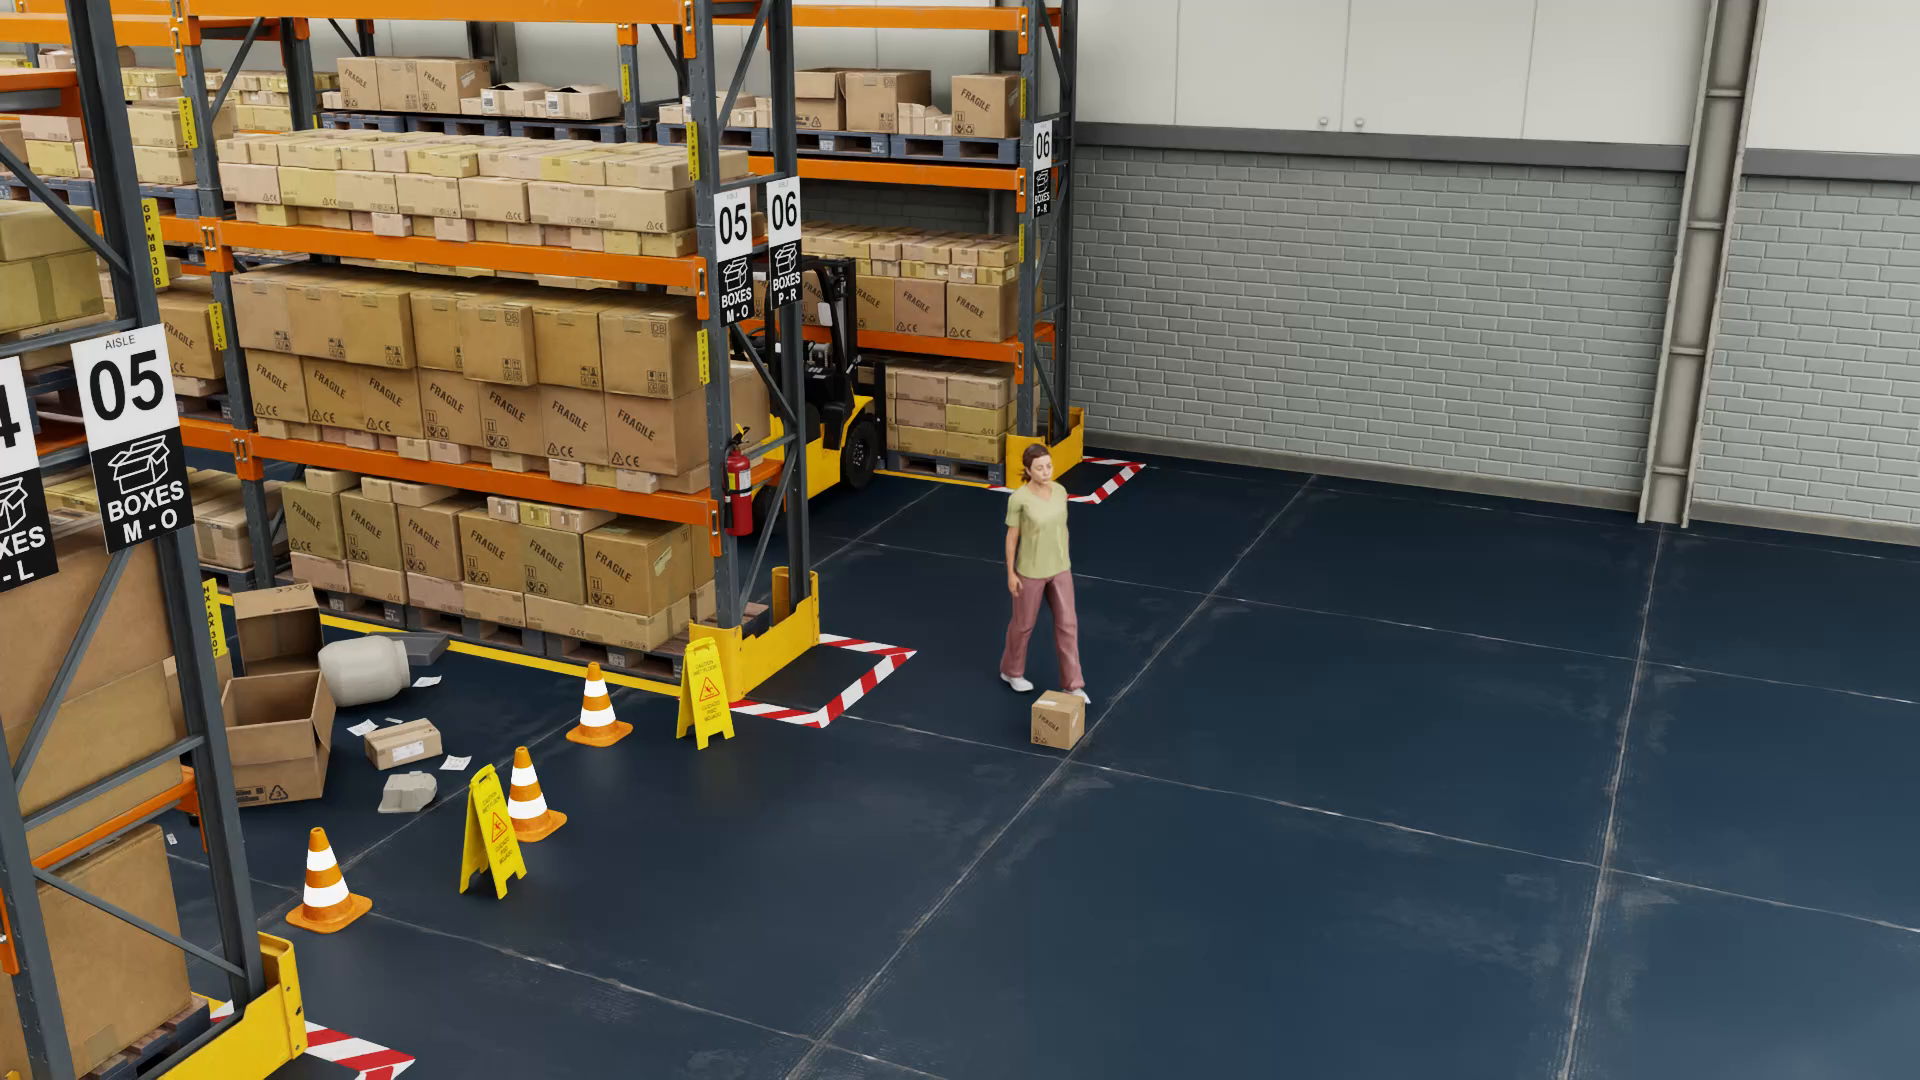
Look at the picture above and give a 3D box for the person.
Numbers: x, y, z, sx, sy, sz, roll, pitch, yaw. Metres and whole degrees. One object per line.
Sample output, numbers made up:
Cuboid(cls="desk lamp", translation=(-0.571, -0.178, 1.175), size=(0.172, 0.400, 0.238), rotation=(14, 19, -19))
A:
Cuboid(cls="person", translation=(0.541, 0.217, 10.432), size=(0.447, 1.659, 0.716), rotation=(-9, 21, -24))
